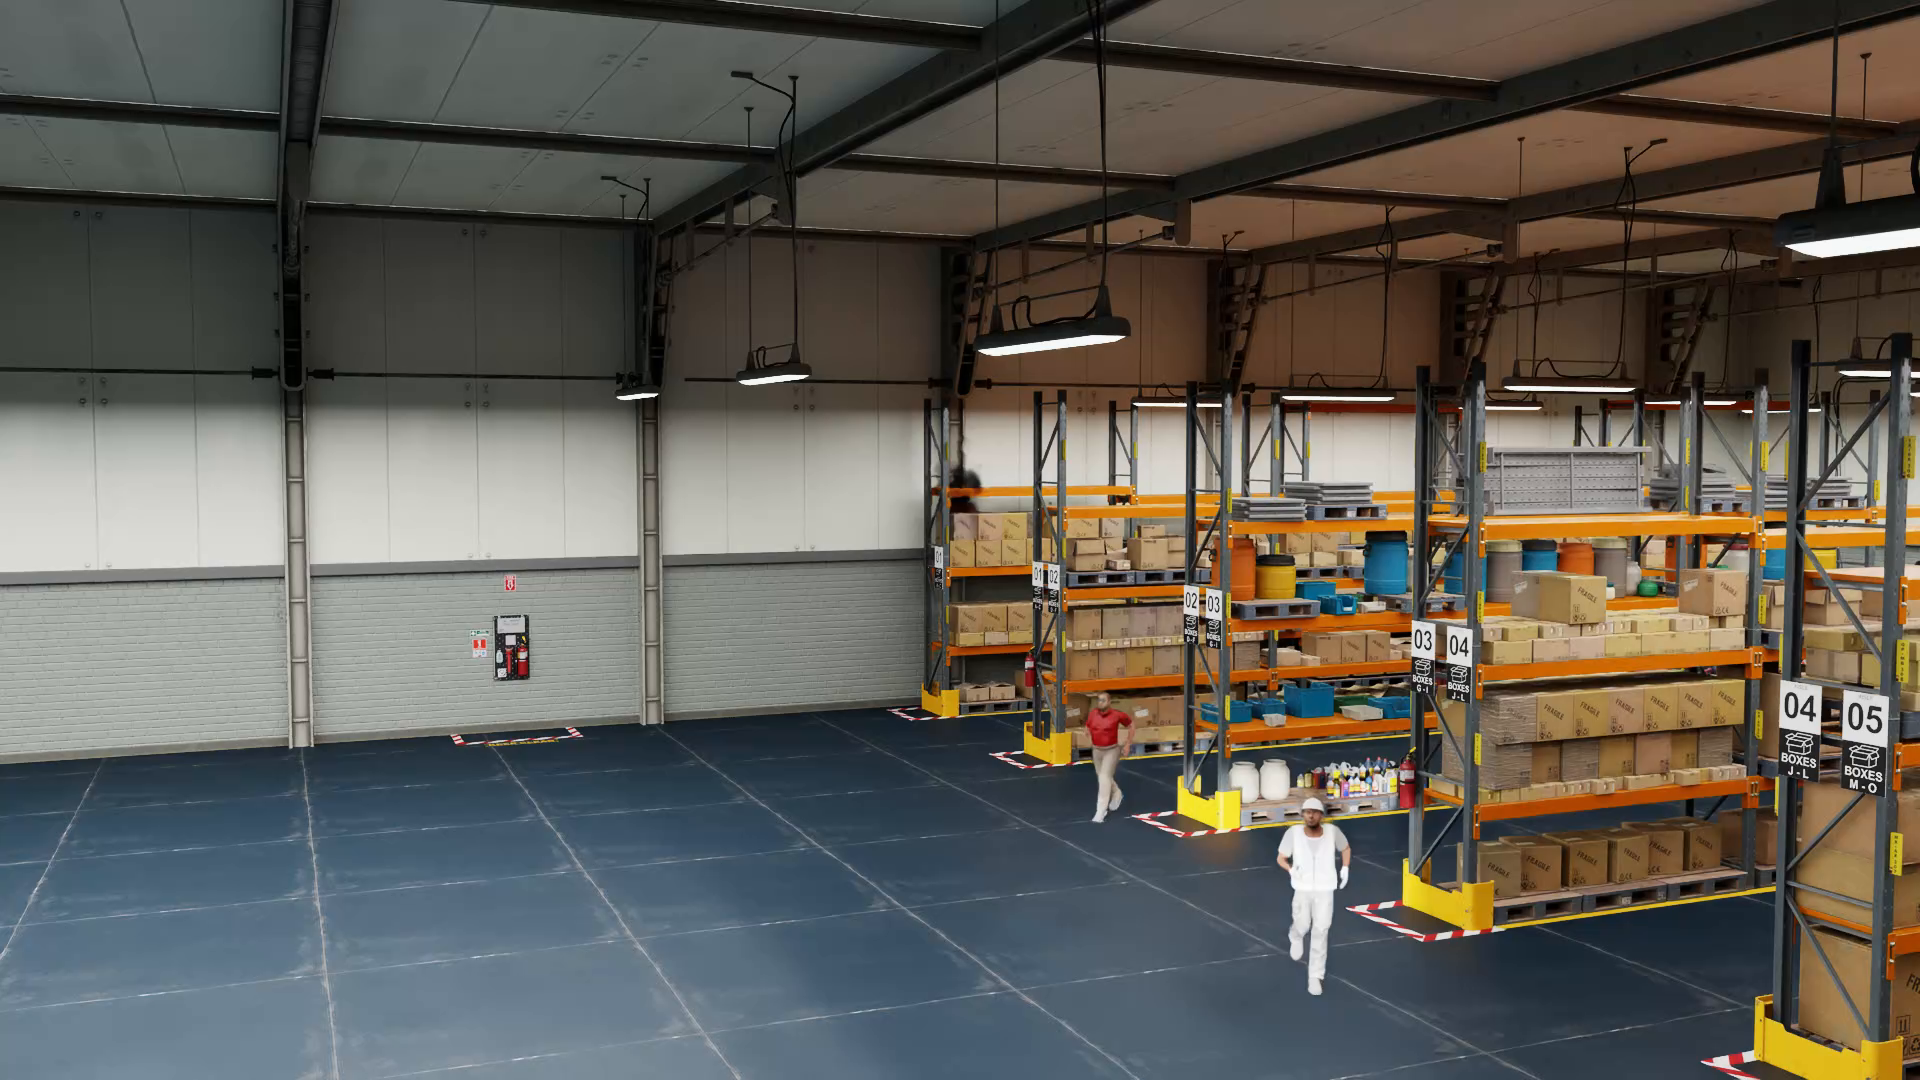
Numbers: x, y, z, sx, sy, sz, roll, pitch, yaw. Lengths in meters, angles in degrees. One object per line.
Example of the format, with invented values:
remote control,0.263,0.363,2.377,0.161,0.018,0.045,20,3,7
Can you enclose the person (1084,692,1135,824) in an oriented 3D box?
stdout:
person,2.020,2.962,22.913,0.689,1.755,0.936,3,4,38

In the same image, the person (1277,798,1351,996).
person,3.385,3.339,15.921,0.692,1.784,0.970,1,3,12
